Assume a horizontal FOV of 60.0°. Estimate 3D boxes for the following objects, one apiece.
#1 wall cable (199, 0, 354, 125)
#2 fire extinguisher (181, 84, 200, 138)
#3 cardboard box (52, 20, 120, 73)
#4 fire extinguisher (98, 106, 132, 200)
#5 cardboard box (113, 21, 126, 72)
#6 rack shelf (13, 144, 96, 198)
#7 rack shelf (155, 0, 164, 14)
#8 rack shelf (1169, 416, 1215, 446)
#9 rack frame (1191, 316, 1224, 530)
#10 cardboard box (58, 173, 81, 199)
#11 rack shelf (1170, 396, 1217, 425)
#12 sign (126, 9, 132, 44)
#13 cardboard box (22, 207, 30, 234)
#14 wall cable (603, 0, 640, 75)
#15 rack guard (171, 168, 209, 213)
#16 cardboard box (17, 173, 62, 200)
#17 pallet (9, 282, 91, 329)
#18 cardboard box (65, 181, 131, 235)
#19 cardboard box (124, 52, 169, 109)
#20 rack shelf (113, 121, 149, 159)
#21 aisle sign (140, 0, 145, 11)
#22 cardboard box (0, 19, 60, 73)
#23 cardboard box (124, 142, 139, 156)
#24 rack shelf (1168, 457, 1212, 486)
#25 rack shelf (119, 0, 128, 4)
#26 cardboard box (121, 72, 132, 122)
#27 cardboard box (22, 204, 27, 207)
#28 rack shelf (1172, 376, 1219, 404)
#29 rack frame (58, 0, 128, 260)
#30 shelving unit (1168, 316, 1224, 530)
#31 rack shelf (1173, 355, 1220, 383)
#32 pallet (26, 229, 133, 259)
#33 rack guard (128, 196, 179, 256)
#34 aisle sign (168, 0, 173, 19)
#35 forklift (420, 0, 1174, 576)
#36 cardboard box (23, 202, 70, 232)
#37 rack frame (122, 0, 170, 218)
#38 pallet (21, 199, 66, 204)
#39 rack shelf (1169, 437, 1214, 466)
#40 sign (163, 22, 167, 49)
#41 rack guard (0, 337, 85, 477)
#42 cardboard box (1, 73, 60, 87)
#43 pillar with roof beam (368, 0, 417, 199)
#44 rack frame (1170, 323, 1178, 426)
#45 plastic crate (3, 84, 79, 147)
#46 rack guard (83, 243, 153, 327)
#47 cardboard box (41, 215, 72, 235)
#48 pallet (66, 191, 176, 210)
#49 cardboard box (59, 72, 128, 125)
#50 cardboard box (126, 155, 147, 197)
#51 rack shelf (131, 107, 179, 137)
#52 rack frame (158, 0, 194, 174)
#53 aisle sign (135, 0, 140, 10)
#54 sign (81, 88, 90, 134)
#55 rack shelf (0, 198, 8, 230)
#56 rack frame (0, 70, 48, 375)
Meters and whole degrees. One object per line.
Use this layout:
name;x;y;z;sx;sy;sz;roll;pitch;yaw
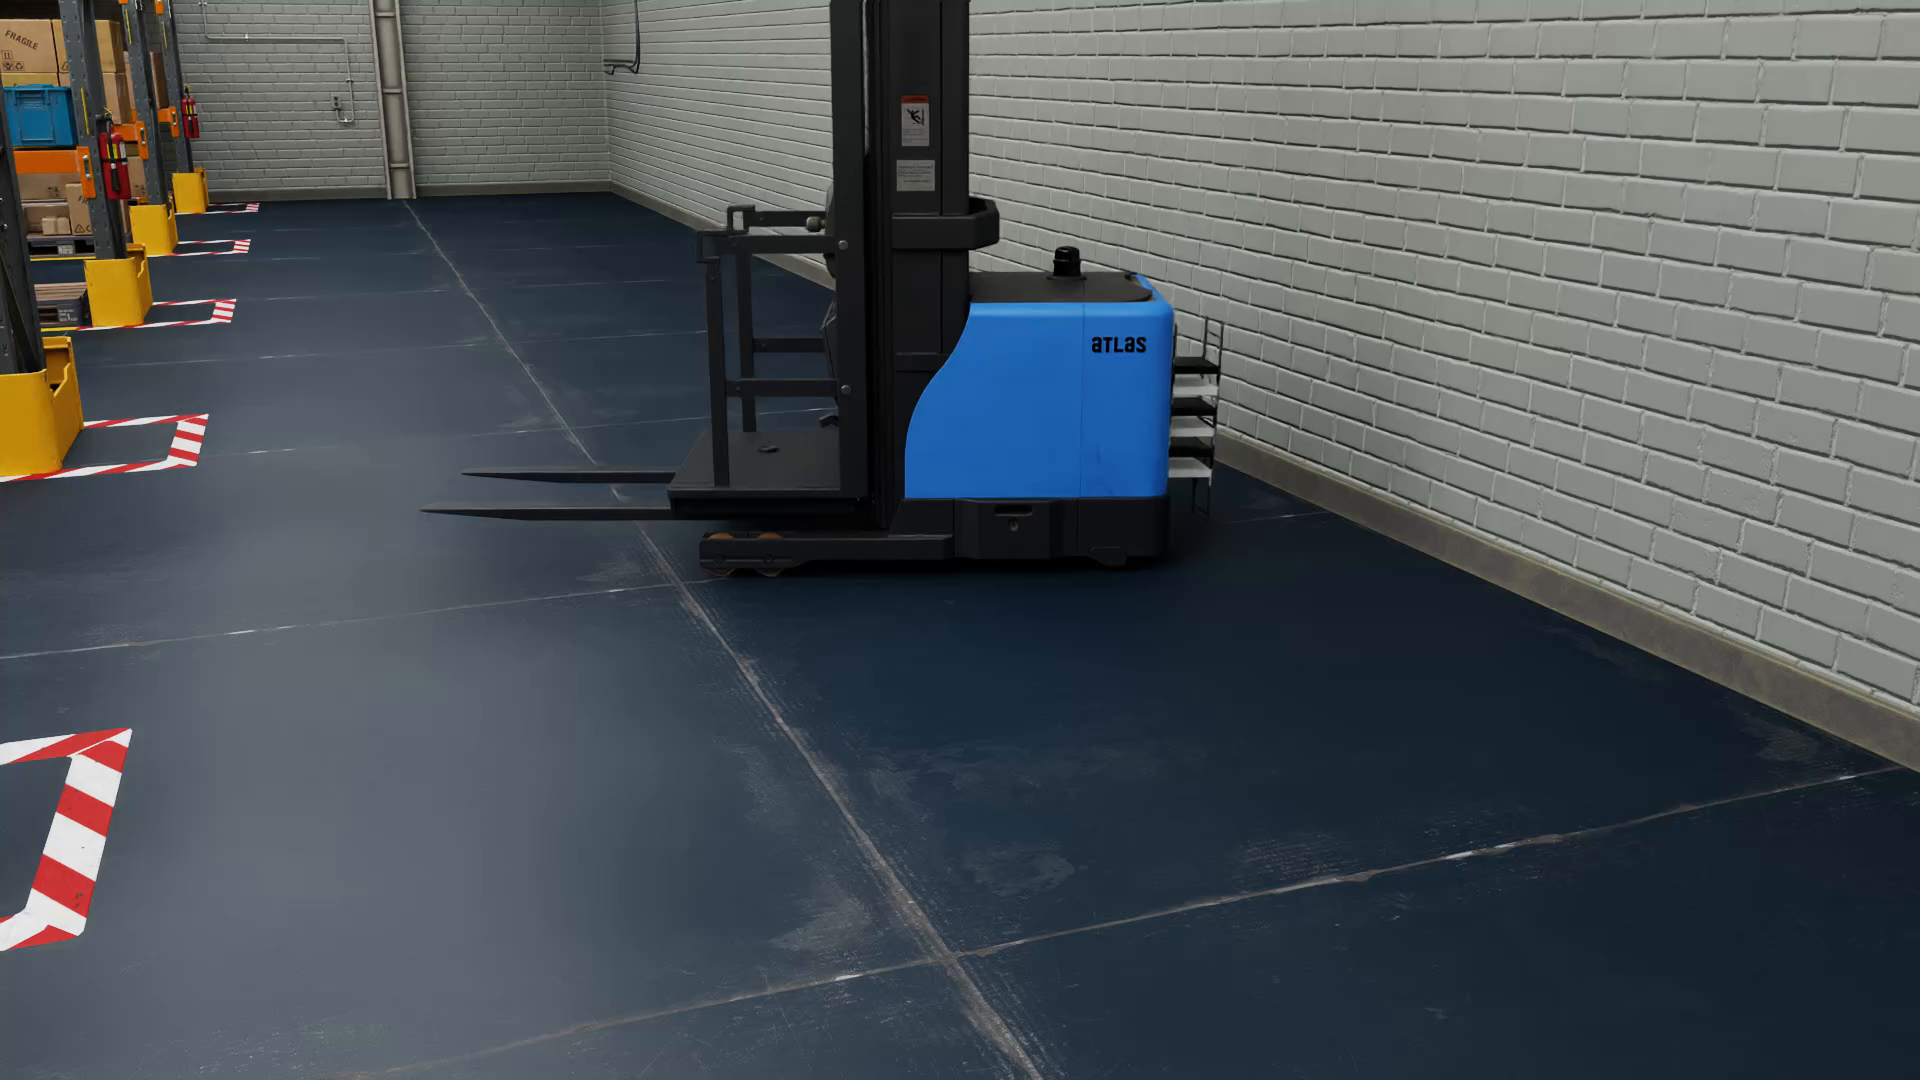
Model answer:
wall cable;-9.315;-6.683;22.728;1.851;1.984;0.084;-6;17;-20
fire extinguisher;-9.866;-5.495;21.285;0.183;0.674;0.296;-6;17;-20
cardboard box;-8.713;-4.925;16.592;0.500;0.500;0.500;-6;18;-21
fire extinguisher;-6.324;-2.890;12.415;0.183;0.674;0.296;-6;17;-20
cardboard box;-8.905;-5.066;17.076;0.500;0.500;0.500;-6;17;-18
rack shelf;-8.495;-2.664;12.122;4.000;0.370;1.077;-6;17;-20
rack shelf;-12.040;-6.709;20.576;4.000;0.370;1.077;-6;17;-20
rack shelf;0.974;-0.476;7.228;0.200;0.077;0.258;-1;16;-10
rack frame;1.075;-0.509;7.236;0.006;0.900;0.240;-1;16;-10
cardboard box;-11.257;-4.672;21.375;0.500;0.500;0.700;-6;17;-20
rack shelf;0.977;-0.562;7.203;0.200;0.077;0.258;-1;16;-10
sign;-8.216;-5.073;16.435;0.005;0.325;0.100;-6;17;-20
cardboard box;-9.713;-3.198;16.765;0.500;0.250;0.500;-6;17;-20
wall cable;-4.763;-7.682;22.797;0.112;2.526;3.097;-6;17;-20
rack guard;-10.150;-4.620;21.944;0.348;0.500;1.175;-6;17;-20
cardboard box;-11.727;-4.621;21.202;0.500;0.500;0.700;-7;18;-22
pallet;-7.411;-1.800;12.852;1.213;0.211;1.003;-6;17;-20
cardboard box;-8.816;-3.406;17.029;0.500;0.500;0.500;-6;17;-20
cardboard box;-10.645;-5.907;21.357;0.700;0.700;0.980;-5;17;-18
rack shelf;-10.264;-3.967;16.561;4.000;0.370;1.077;-6;17;-20
aisle sign;-8.437;-5.846;17.067;0.004;0.787;0.394;-6;17;-20
cardboard box;-9.185;-4.873;16.418;0.500;0.500;0.500;-6;17;-19
cardboard box;-10.745;-5.099;21.677;0.250;0.149;0.380;-6;17;-20
rack shelf;0.968;-0.303;7.278;0.200;0.077;0.258;-1;16;-10
rack shelf;-10.264;-5.407;16.139;4.000;0.370;1.077;-6;17;-20
cardboard box;-8.905;-4.587;17.216;0.500;0.500;0.500;-6;17;-19
cardboard box;-9.939;-3.325;17.196;0.500;0.250;0.500;-6;17;-20
rack shelf;0.979;-0.649;7.178;0.200;0.077;0.258;-1;16;-10
rack frame;-6.627;-3.210;12.707;0.127;3.000;1.000;-6;17;-20
shelving unit;0.975;-0.508;7.219;0.210;0.900;0.258;-1;16;-10
rack shelf;0.982;-0.735;7.153;0.200;0.077;0.258;-1;16;-10
pallet;-9.211;-3.088;17.239;1.213;0.211;1.003;-6;17;-20
rack guard;-8.467;-3.307;17.473;0.348;0.500;1.175;-6;17;-20
aisle sign;-9.997;-6.993;20.973;0.004;0.787;0.394;-6;17;-20
forklift;-0.677;-1.414;6.712;3.031;2.935;1.130;0;16;-1
cardboard box;-9.472;-3.375;17.368;0.500;0.250;0.500;-6;17;-20
rack frame;-8.396;-4.514;17.147;0.127;3.000;1.000;-6;17;-20
pallet;-12.028;-4.256;21.217;1.213;0.211;1.003;-6;17;-20
rack shelf;0.971;-0.390;7.253;0.200;0.077;0.258;-1;16;-10
sign;-9.991;-6.342;20.896;0.005;0.325;0.100;-6;17;-20
rack guard;-4.832;-0.710;8.630;0.348;0.500;1.175;-6;17;-20
cardboard box;-9.200;-4.392;16.554;0.500;0.500;0.500;-6;17;-20
pillar with roof beam;-6.420;-8.063;18.583;0.400;9.000;9.100;-6;17;-20
rack frame;0.874;-0.507;7.202;0.006;0.900;0.240;-1;16;-10
plastic crate;-6.873;-3.173;12.412;0.499;0.435;0.616;-6;17;-20
rack guard;-6.609;-2.017;13.079;0.348;0.500;1.175;-6;17;-20
cardboard box;-9.226;-3.229;17.018;0.250;0.166;0.380;-6;17;-20
pallet;-10.891;-4.378;21.632;1.213;0.211;1.003;-6;17;-20
cardboard box;-8.717;-4.445;16.735;0.500;0.500;0.500;-6;17;-18
cardboard box;-10.790;-4.722;21.547;0.500;0.500;0.700;-6;17;-20
rack shelf;-12.040;-5.270;20.998;4.000;0.370;1.077;-6;17;-20
rack frame;-10.172;-5.817;21.584;0.127;3.000;1.000;-6;17;-20
aisle sign;-8.223;-5.688;16.529;0.004;0.787;0.394;-6;17;-20
sign;-6.415;-3.146;12.197;0.005;0.325;0.100;-6;17;-20
rack shelf;-6.722;-1.361;7.684;4.000;0.370;1.077;-6;17;-20
rack frame;-4.855;-1.907;8.270;0.127;3.000;1.000;-6;17;-20
